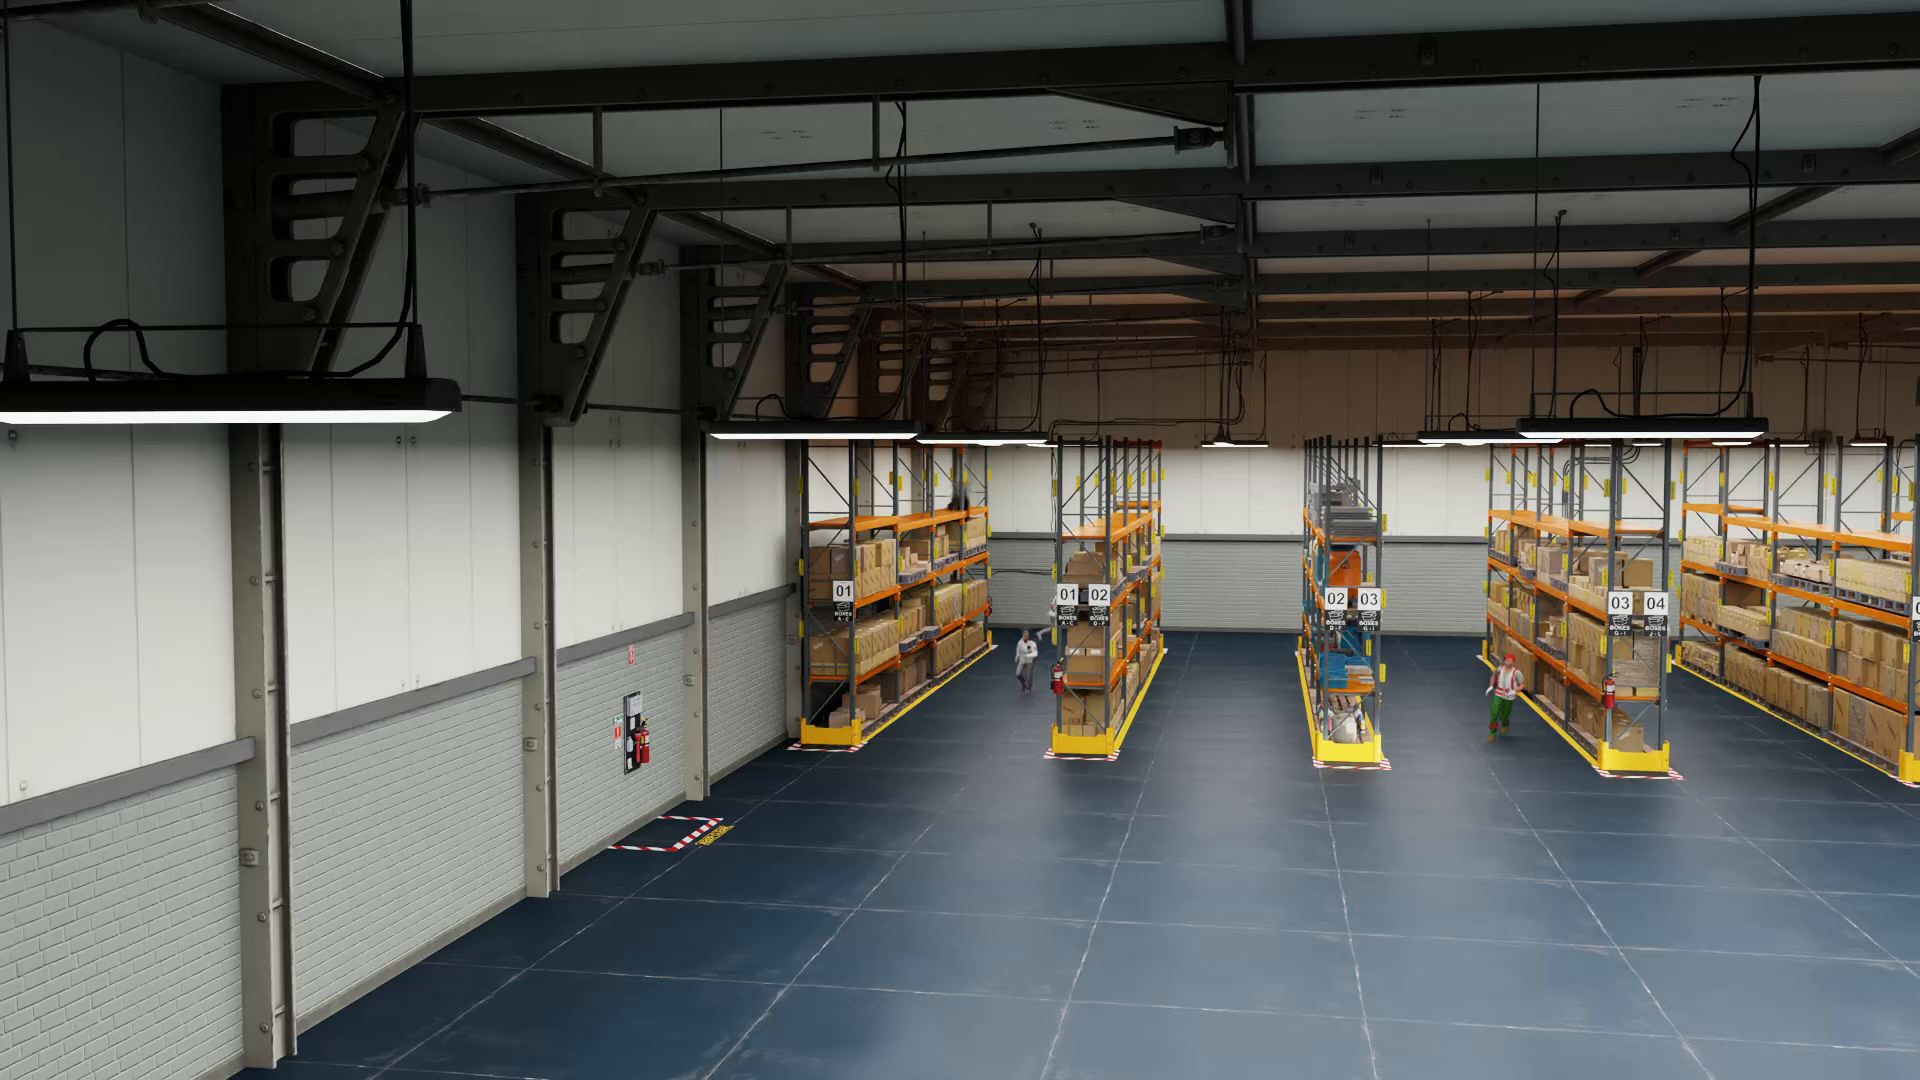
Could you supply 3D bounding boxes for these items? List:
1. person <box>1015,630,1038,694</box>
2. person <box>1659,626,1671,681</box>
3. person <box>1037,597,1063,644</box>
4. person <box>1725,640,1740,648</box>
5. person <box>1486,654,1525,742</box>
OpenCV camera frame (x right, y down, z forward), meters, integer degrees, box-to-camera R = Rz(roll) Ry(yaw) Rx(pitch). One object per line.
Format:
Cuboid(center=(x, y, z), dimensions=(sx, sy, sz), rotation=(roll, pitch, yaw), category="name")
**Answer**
Cuboid(center=(1.540, 2.844, 38.678), dimensions=(0.618, 1.544, 0.914), rotation=(1, 3, 16), category="person")
Cuboid(center=(17.046, 2.663, 40.666), dimensions=(0.656, 1.780, 0.503), rotation=(2, 4, 38), category="person")
Cuboid(center=(2.760, 2.256, 49.110), dimensions=(1.039, 1.649, 0.668), rotation=(2, 4, 29), category="person")
Cuboid(center=(21.023, 2.519, 45.482), dimensions=(0.705, 1.467, 0.565), rotation=(1, 3, 15), category="person")
Cuboid(center=(10.707, 3.079, 32.638), dimensions=(0.724, 1.737, 0.875), rotation=(2, 4, 33), category="person")
